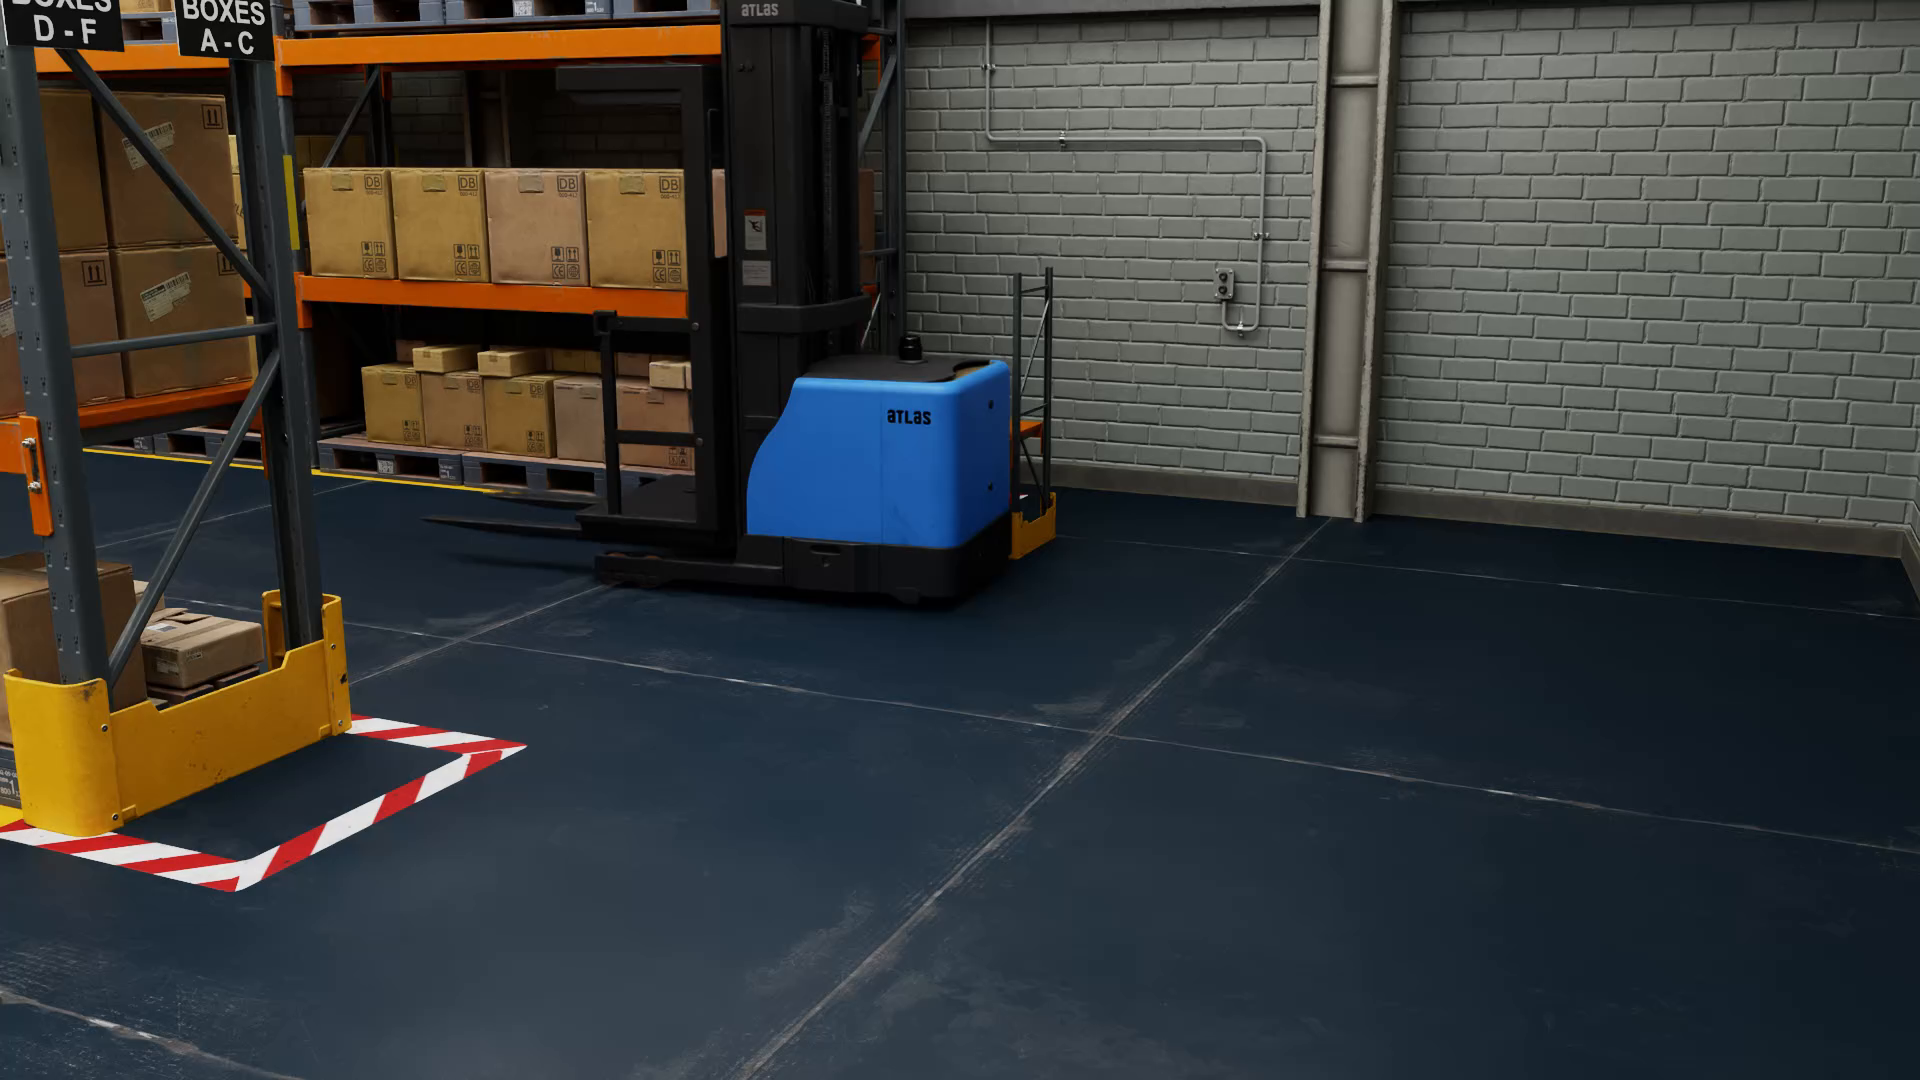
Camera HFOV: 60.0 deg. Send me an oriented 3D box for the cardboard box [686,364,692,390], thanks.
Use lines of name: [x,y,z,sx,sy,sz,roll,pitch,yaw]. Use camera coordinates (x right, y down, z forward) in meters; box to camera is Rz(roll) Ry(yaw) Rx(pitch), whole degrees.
cardboard box: [-1.457,-1.003,10.096,0.250,0.149,0.380,6,14,23]

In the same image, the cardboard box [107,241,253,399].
cardboard box: [-2.888,-0.792,5.845,0.500,0.500,0.500,6,15,24]

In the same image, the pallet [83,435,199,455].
pallet: [-6.098,-0.863,12.470,1.213,0.211,1.003,6,14,23]

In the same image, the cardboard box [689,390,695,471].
cardboard box: [-1.266,-0.713,10.282,0.500,0.500,0.700,6,14,23]

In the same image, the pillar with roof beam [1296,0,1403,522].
pillar with roof beam: [0.490,-3.634,5.045,0.400,9.000,9.100,6,14,23]

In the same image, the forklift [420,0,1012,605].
forklift: [-1.307,-1.295,8.358,3.031,2.935,1.130,4,14,17]

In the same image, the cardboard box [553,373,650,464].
cardboard box: [-2.184,-0.806,10.677,0.500,0.500,0.700,5,14,21]

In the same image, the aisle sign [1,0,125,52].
aisle sign: [-2.650,-1.842,4.850,0.004,0.787,0.394,6,14,23]

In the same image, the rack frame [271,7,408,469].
rack frame: [-4.243,-2.052,11.435,0.127,3.000,1.000,6,14,23]

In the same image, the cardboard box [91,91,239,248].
cardboard box: [-2.888,-1.279,5.730,0.500,0.500,0.500,6,15,25]

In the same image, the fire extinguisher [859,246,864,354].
fire extinguisher: [-0.635,-1.353,9.438,0.183,0.674,0.296,6,14,23]

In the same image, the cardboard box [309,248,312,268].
cardboard box: [-4.469,-2.012,11.770,0.250,0.149,0.380,5,14,21]

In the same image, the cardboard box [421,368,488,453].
cardboard box: [-3.143,-0.902,11.085,0.500,0.500,0.700,6,14,23]

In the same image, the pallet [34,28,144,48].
pallet: [-6.266,-3.639,12.046,1.213,0.211,1.003,7,15,26]

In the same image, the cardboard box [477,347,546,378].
cardboard box: [-2.884,-1.147,10.709,0.250,0.149,0.380,5,14,22]

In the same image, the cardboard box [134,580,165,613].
cardboard box: [-3.428,0.322,6.374,0.500,0.250,0.500,6,14,23]

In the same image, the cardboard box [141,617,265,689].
cardboard box: [-2.832,0.416,6.193,0.250,0.149,0.380,6,14,23]

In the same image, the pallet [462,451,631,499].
pallet: [-2.460,-0.495,10.904,1.213,0.211,1.003,6,14,23]

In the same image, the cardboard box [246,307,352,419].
cardboard box: [-4.890,-1.243,11.773,0.750,0.750,0.750,6,14,24]

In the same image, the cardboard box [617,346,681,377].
cardboard box: [-1.996,-1.153,10.734,0.250,0.149,0.380,6,14,24]

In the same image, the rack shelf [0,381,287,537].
rack shelf: [-4.417,-0.482,6.317,4.000,0.370,1.077,6,14,23]

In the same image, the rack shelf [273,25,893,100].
rack shelf: [-2.414,-2.977,10.385,4.000,0.370,1.077,6,14,23]

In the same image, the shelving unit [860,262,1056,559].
shelving unit: [-0.070,-0.737,9.114,1.083,1.500,0.587,6,14,23]

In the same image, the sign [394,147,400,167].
sign: [-4.019,-2.628,11.821,0.005,0.325,0.100,6,14,23]

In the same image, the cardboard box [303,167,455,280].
cardboard box: [-3.753,-2.145,11.172,0.700,0.700,0.980,6,14,24]

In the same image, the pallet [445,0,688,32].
pallet: [-2.388,-3.278,10.288,1.213,0.211,1.003,6,14,23]

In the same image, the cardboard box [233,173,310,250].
cardboard box: [-4.767,-2.246,11.345,0.500,0.500,0.500,6,14,22]

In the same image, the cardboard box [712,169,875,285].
cardboard box: [-1.056,-1.873,10.015,0.700,0.700,0.980,7,15,26]

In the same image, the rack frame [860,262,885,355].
rack frame: [-0.543,-0.785,9.318,0.032,1.500,0.500,6,14,23]

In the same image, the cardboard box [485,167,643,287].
cardboard box: [-2.419,-2.011,10.601,0.700,0.700,0.980,5,14,21]

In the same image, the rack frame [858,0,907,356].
rack frame: [-0.586,-1.682,9.857,0.127,3.000,1.000,6,14,23]

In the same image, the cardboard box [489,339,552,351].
cardboard box: [-2.929,-1.247,11.136,0.250,0.149,0.380,5,14,21]

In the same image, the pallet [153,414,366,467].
pallet: [-4.979,-0.750,11.990,1.213,0.211,1.003,6,14,23]

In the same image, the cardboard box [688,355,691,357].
cardboard box: [-1.534,-1.106,10.535,0.250,0.149,0.380,6,14,23]

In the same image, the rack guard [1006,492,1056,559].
rack guard: [0.386,-0.083,9.060,0.087,0.250,0.587,6,14,23]

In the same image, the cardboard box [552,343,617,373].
cardboard box: [-2.462,-1.200,10.935,0.250,0.149,0.380,6,14,22]

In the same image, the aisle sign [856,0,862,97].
aisle sign: [-0.641,-2.878,9.265,0.004,0.787,0.394,6,14,23]

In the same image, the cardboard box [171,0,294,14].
cardboard box: [-5.003,-3.880,11.475,0.500,0.500,0.700,5,14,20]

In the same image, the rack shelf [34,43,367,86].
rack shelf: [-6.071,-3.347,11.963,4.000,0.370,1.077,6,14,23]
